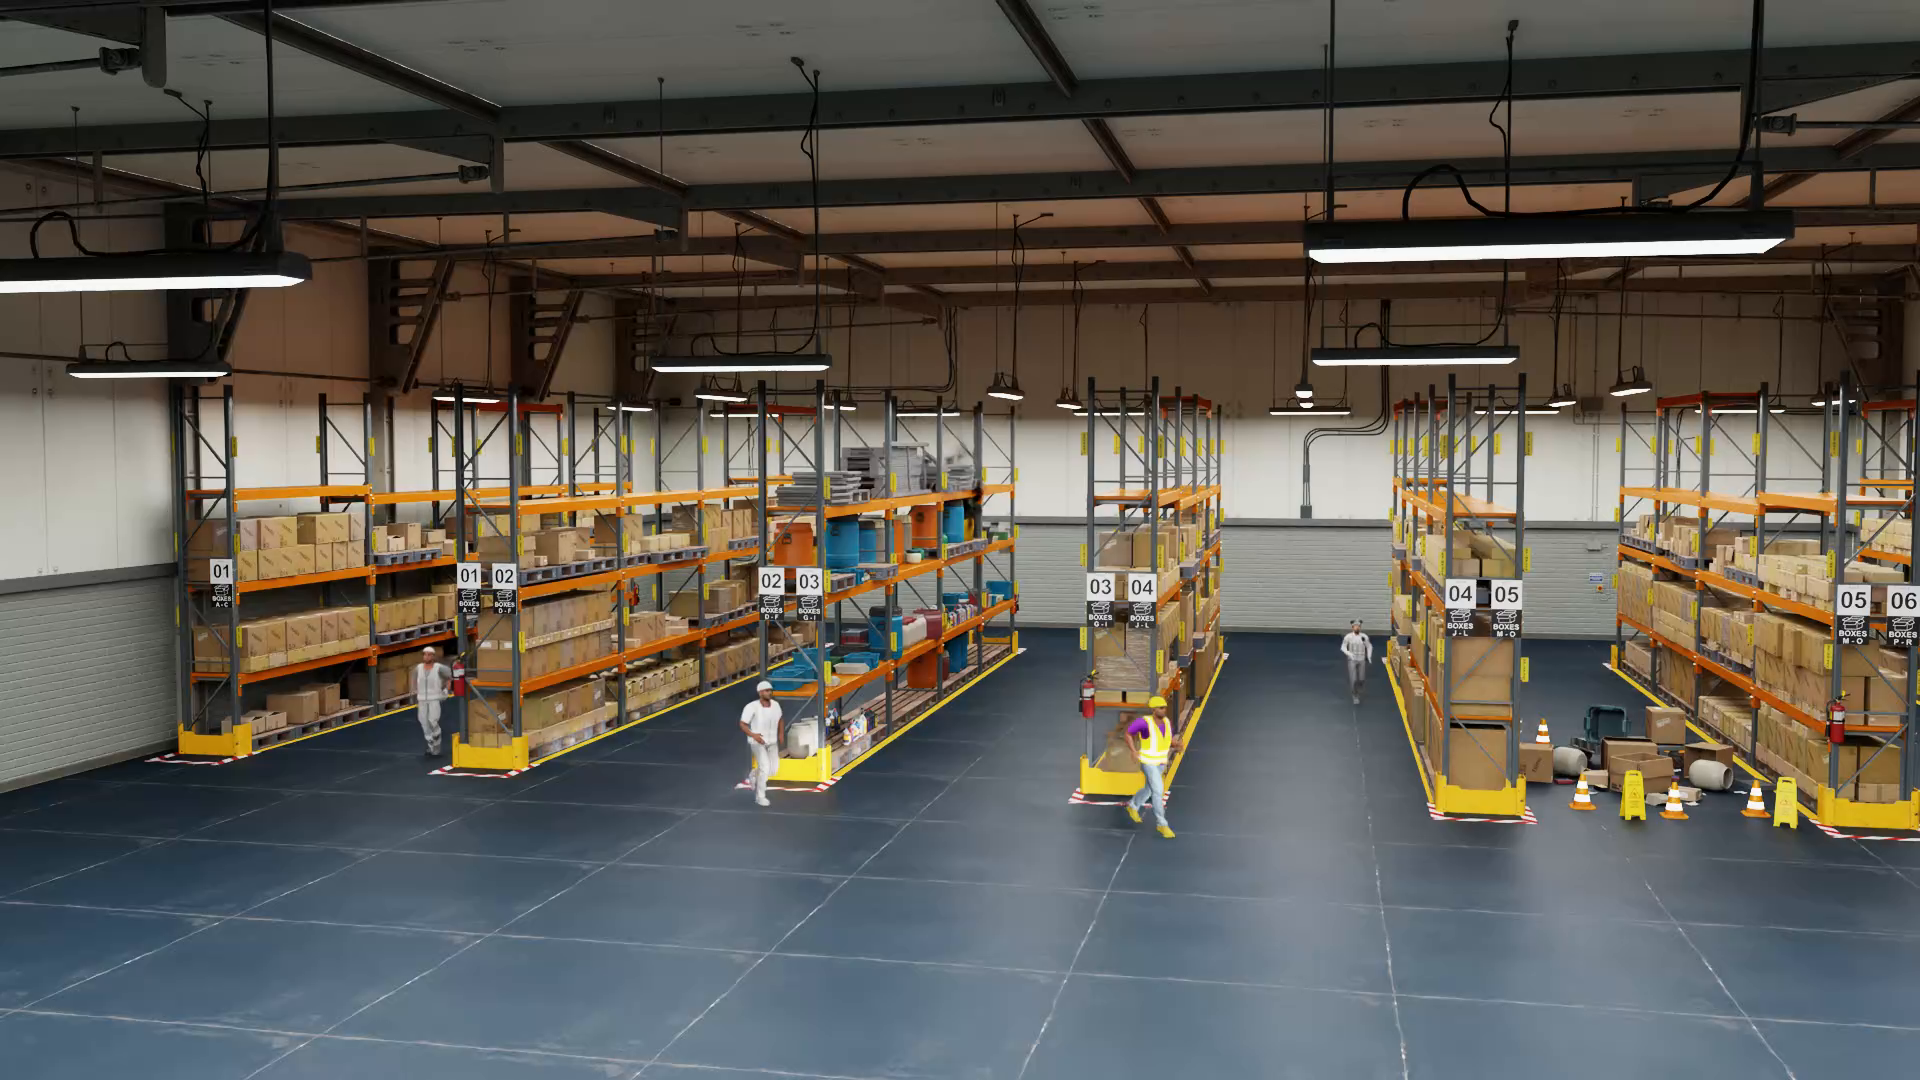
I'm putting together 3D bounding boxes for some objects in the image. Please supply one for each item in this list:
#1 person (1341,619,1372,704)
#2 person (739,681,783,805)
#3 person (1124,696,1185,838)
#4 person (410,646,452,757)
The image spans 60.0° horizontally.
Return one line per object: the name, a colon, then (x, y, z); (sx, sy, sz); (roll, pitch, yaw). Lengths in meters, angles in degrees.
person: (7.767, 2.364, 32.541); (0.614, 1.658, 0.550); (0, 3, 8)
person: (-2.790, 2.844, 23.462); (0.749, 1.727, 0.633); (-3, 4, -42)
person: (2.496, 2.908, 21.660); (0.648, 1.783, 0.968); (-3, 4, -41)
person: (-8.555, 2.609, 26.810); (0.649, 1.776, 0.643); (0, 3, 1)
